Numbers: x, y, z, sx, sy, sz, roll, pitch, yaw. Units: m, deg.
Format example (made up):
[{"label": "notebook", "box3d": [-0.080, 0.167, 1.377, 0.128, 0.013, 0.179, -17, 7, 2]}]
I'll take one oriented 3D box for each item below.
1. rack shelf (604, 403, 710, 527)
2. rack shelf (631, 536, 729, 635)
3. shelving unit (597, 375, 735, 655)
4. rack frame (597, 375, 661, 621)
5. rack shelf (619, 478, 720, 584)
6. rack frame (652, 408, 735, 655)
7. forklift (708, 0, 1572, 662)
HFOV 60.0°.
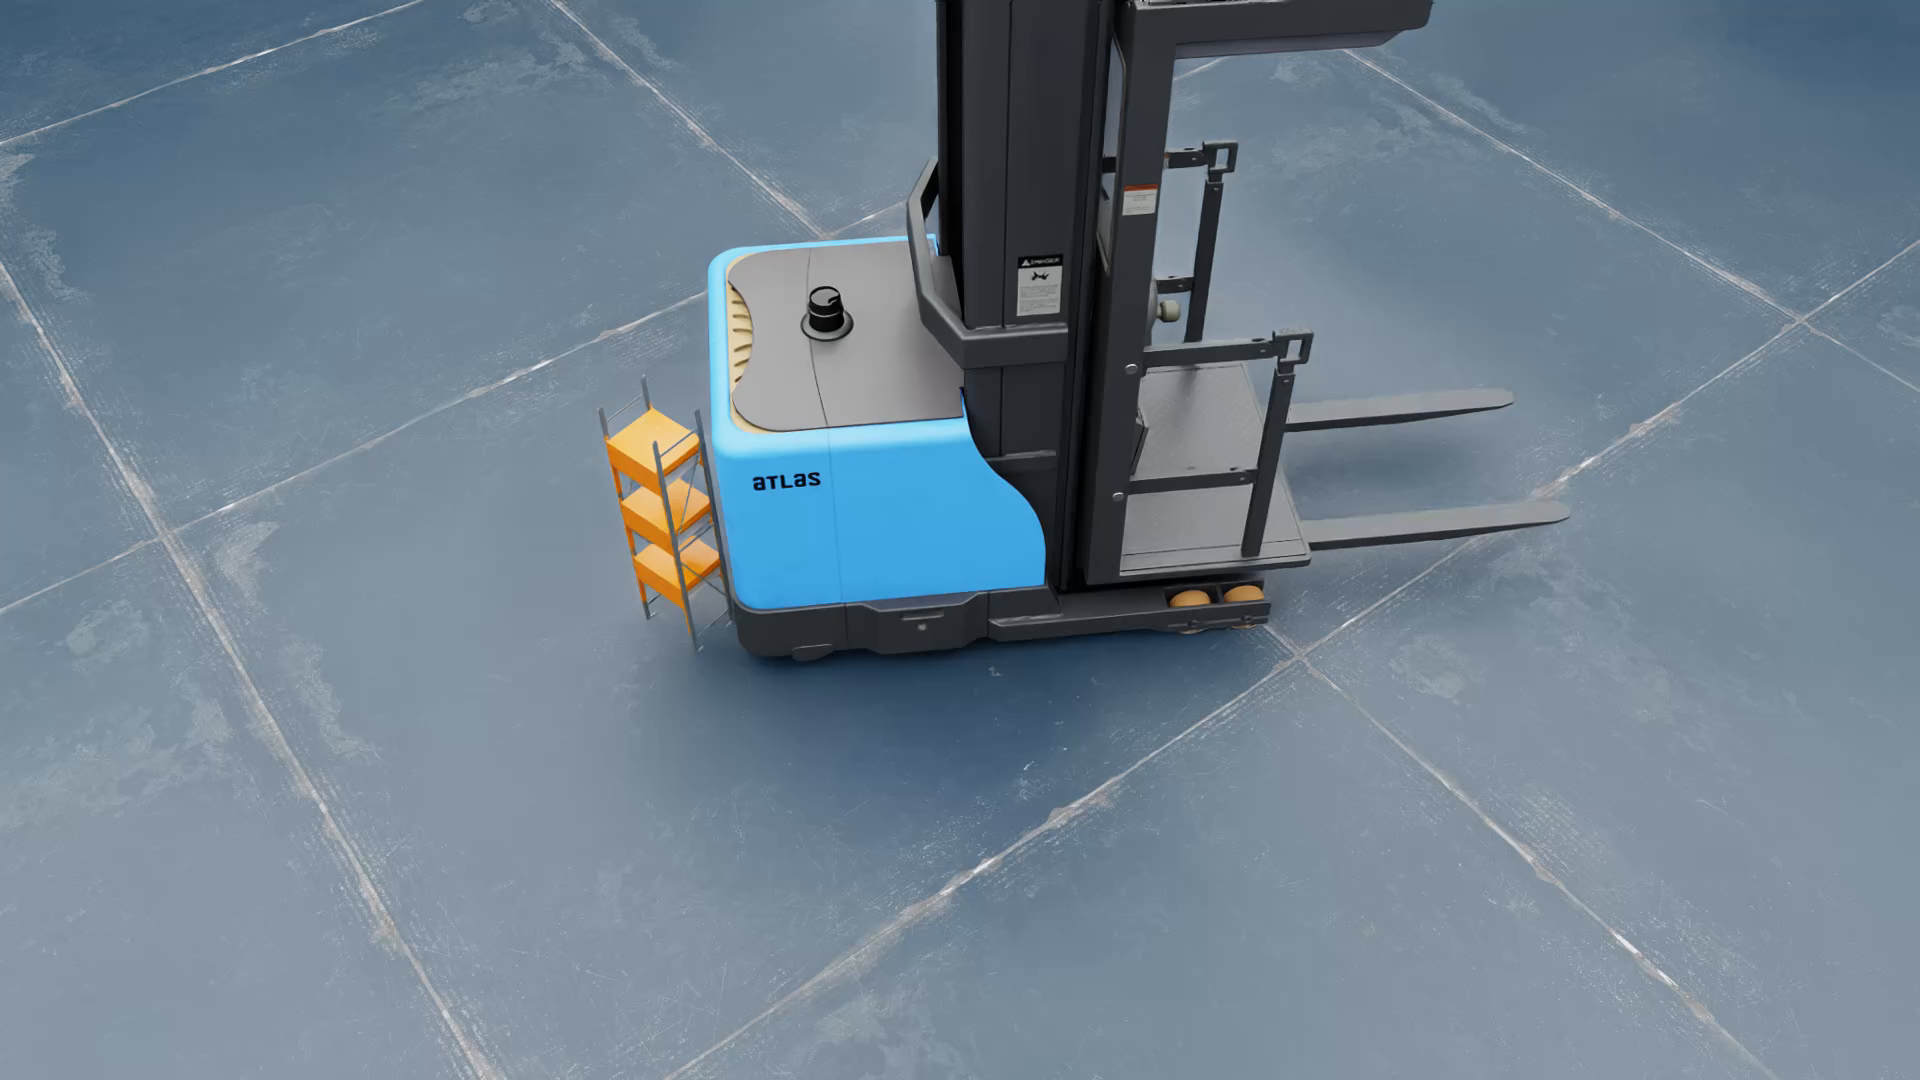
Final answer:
[{"label": "rack shelf", "box3d": [-0.974, -0.243, 5.392, 0.240, 0.259, 0.215, 31, 55, 25]}, {"label": "rack shelf", "box3d": [-0.971, 0.131, 5.810, 0.240, 0.259, 0.215, 31, 55, 25]}, {"label": "shelving unit", "box3d": [-0.973, -0.061, 5.595, 0.252, 1.050, 0.215, 31, 55, 25]}, {"label": "rack frame", "box3d": [-1.067, -0.118, 5.647, 0.008, 1.050, 0.200, 31, 55, 25]}, {"label": "rack shelf", "box3d": [-0.973, -0.054, 5.603, 0.240, 0.259, 0.215, 31, 55, 25]}, {"label": "rack frame", "box3d": [-0.878, -0.004, 5.544, 0.008, 1.050, 0.200, 31, 55, 25]}, {"label": "forklift", "box3d": [0.678, -1.037, 5.212, 3.031, 2.935, 1.130, -5, 48, -4]}]
